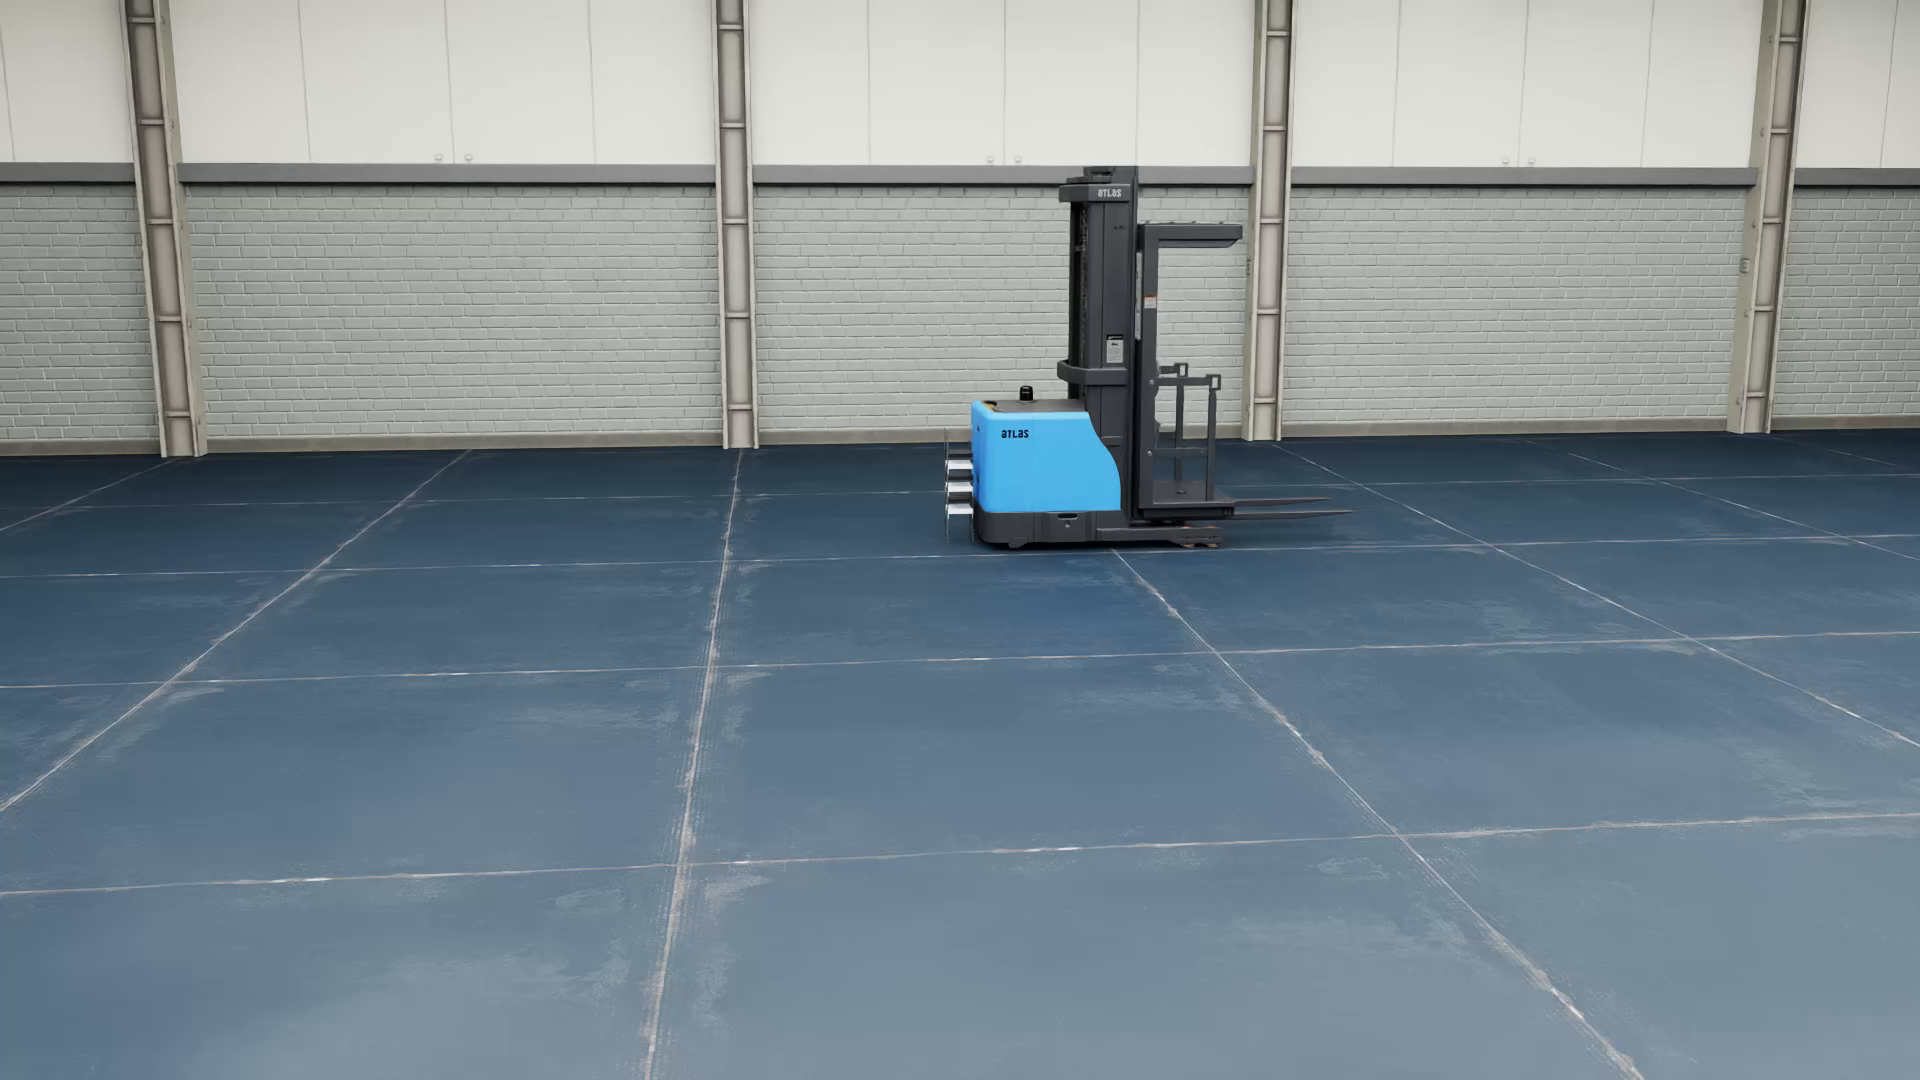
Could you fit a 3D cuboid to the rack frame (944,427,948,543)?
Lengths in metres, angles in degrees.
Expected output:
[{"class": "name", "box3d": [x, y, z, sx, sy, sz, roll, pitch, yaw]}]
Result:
[{"class": "rack frame", "box3d": [-0.109, -0.439, 13.270, 0.006, 0.900, 0.240, -1, 11, -6]}]

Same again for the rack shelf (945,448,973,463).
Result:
[{"class": "rack shelf", "box3d": [-0.008, -0.674, 13.235, 0.200, 0.077, 0.258, -1, 11, -6]}]

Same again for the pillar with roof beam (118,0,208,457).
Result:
[{"class": "pillar with roof beam", "box3d": [-7.963, -4.517, 13.014, 0.400, 9.000, 9.100, -1, 11, -6]}]

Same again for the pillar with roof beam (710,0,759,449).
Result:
[{"class": "pillar with roof beam", "box3d": [-1.998, -4.642, 13.650, 0.400, 9.000, 9.100, -1, 11, -6]}]

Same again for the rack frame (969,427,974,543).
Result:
[{"class": "rack frame", "box3d": [0.093, -0.443, 13.291, 0.006, 0.900, 0.240, -1, 11, -6]}]

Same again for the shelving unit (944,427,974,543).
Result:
[{"class": "shelving unit", "box3d": [-0.008, -0.441, 13.280, 0.210, 0.900, 0.258, -1, 11, -6]}]

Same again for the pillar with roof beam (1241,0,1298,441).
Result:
[{"class": "pillar with roof beam", "box3d": [3.967, -4.767, 14.286, 0.400, 9.000, 9.100, -1, 11, -6]}]

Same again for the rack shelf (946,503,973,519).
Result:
[{"class": "rack shelf", "box3d": [-0.008, -0.232, 13.322, 0.200, 0.077, 0.258, -1, 11, -6]}]

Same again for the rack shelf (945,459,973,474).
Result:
[{"class": "rack shelf", "box3d": [-0.008, -0.585, 13.252, 0.200, 0.077, 0.258, -1, 11, -6]}]

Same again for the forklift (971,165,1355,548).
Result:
[{"class": "forklift", "box3d": [1.635, -1.477, 13.283, 3.031, 2.935, 1.130, -1, 11, -7]}]

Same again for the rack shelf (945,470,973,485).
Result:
[{"class": "rack shelf", "box3d": [-0.008, -0.497, 13.269, 0.200, 0.077, 0.258, -1, 11, -6]}]

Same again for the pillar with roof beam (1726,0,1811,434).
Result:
[{"class": "pillar with roof beam", "box3d": [9.932, -4.892, 14.921, 0.400, 9.000, 9.100, -1, 11, -6]}]

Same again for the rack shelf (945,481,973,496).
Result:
[{"class": "rack shelf", "box3d": [-0.008, -0.409, 13.287, 0.200, 0.077, 0.258, -1, 11, -6]}]

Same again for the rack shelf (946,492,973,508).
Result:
[{"class": "rack shelf", "box3d": [-0.008, -0.320, 13.304, 0.200, 0.077, 0.258, -1, 11, -6]}]
